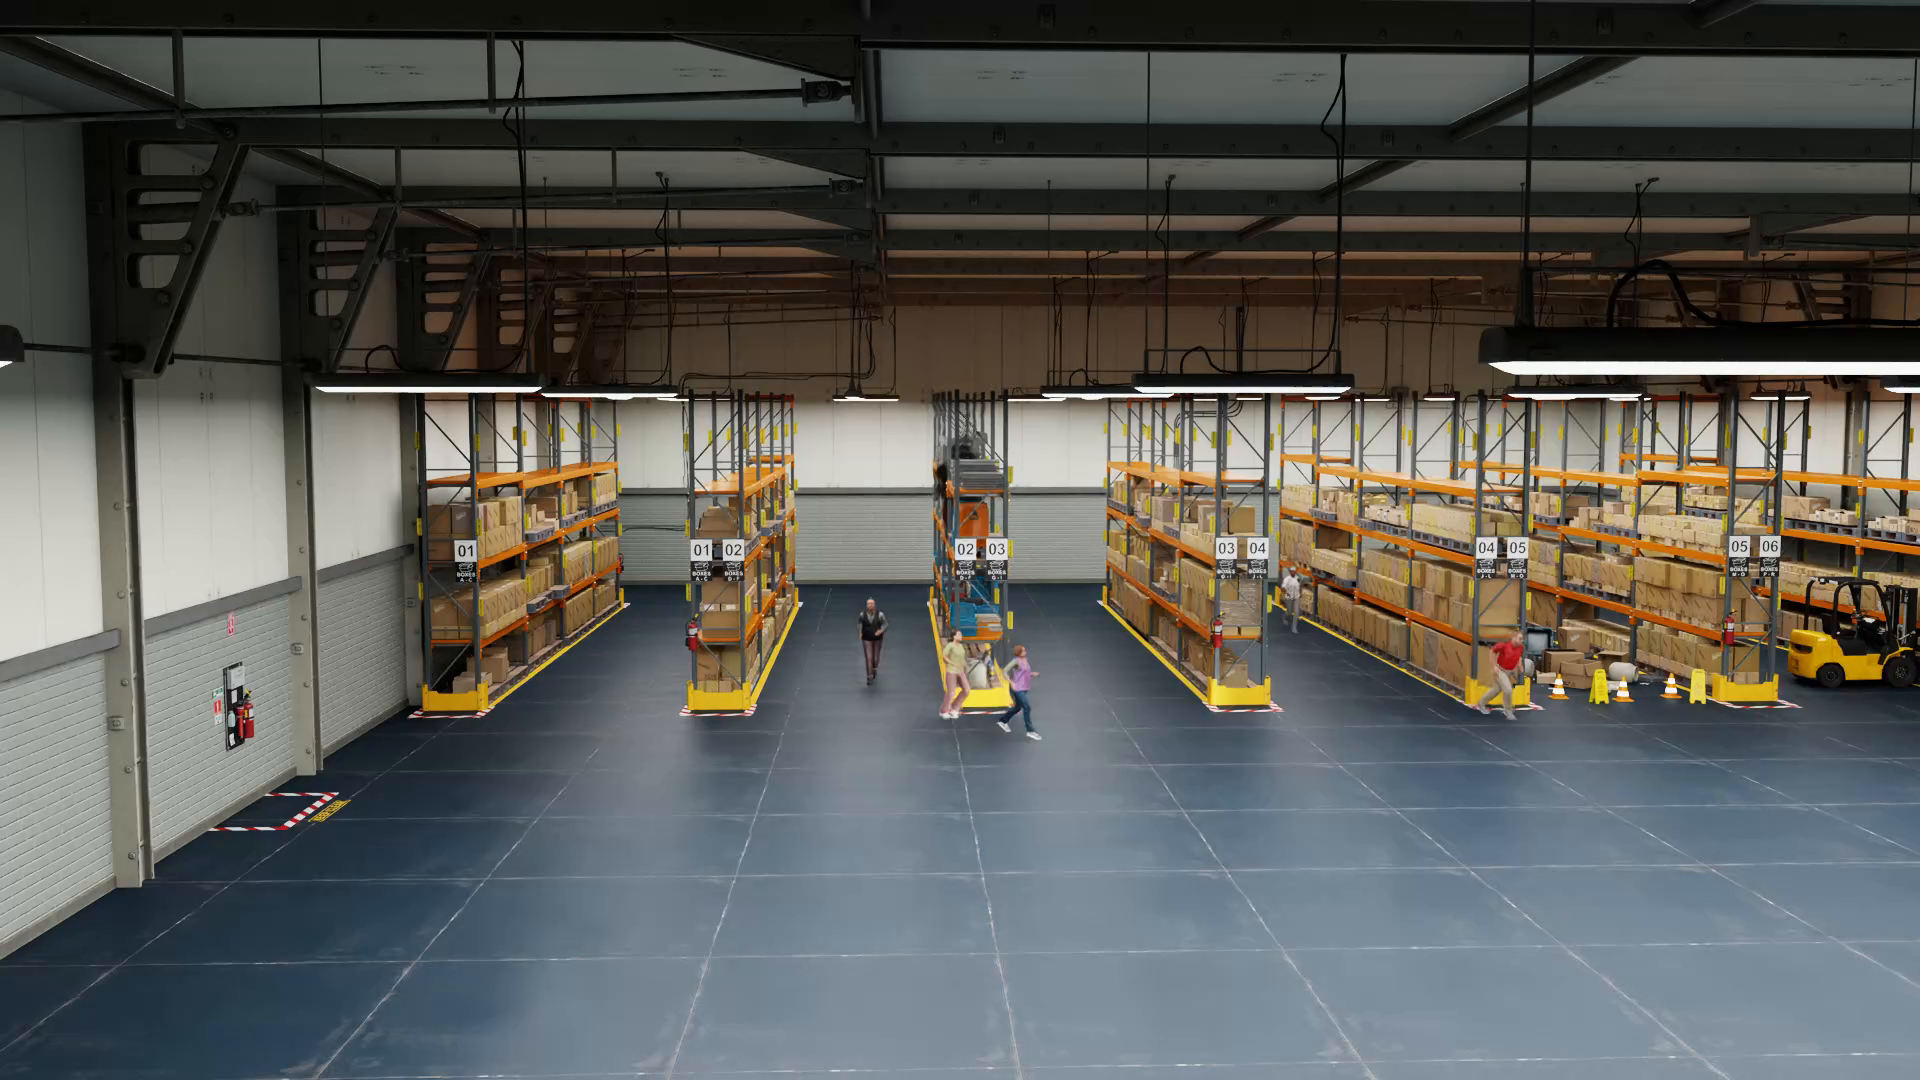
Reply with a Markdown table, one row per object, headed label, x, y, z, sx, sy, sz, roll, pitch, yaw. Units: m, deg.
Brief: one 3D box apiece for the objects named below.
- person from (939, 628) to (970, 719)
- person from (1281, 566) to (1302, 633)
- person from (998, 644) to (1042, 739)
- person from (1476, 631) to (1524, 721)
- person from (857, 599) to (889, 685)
| label | x | y | z | sx | sy | sz | roll | pitch | yaw |
| --- | --- | --- | --- | --- | --- | --- | --- | --- | --- |
| person | -0.055 | 2.430 | 30.296 | 0.644 | 1.637 | 0.603 | -5 | 6 | -44 |
| person | 8.389 | 1.479 | 41.982 | 0.578 | 1.691 | 0.791 | -1 | 5 | -7 |
| person | 1.023 | 2.580 | 28.474 | 0.873 | 1.599 | 0.531 | 2 | 5 | 26 |
| person | 9.893 | 2.459 | 30.453 | 0.663 | 1.669 | 0.937 | -3 | 6 | -33 |
| person | -1.789 | 2.062 | 34.054 | 0.655 | 1.720 | 0.891 | 0 | 5 | -2 |
